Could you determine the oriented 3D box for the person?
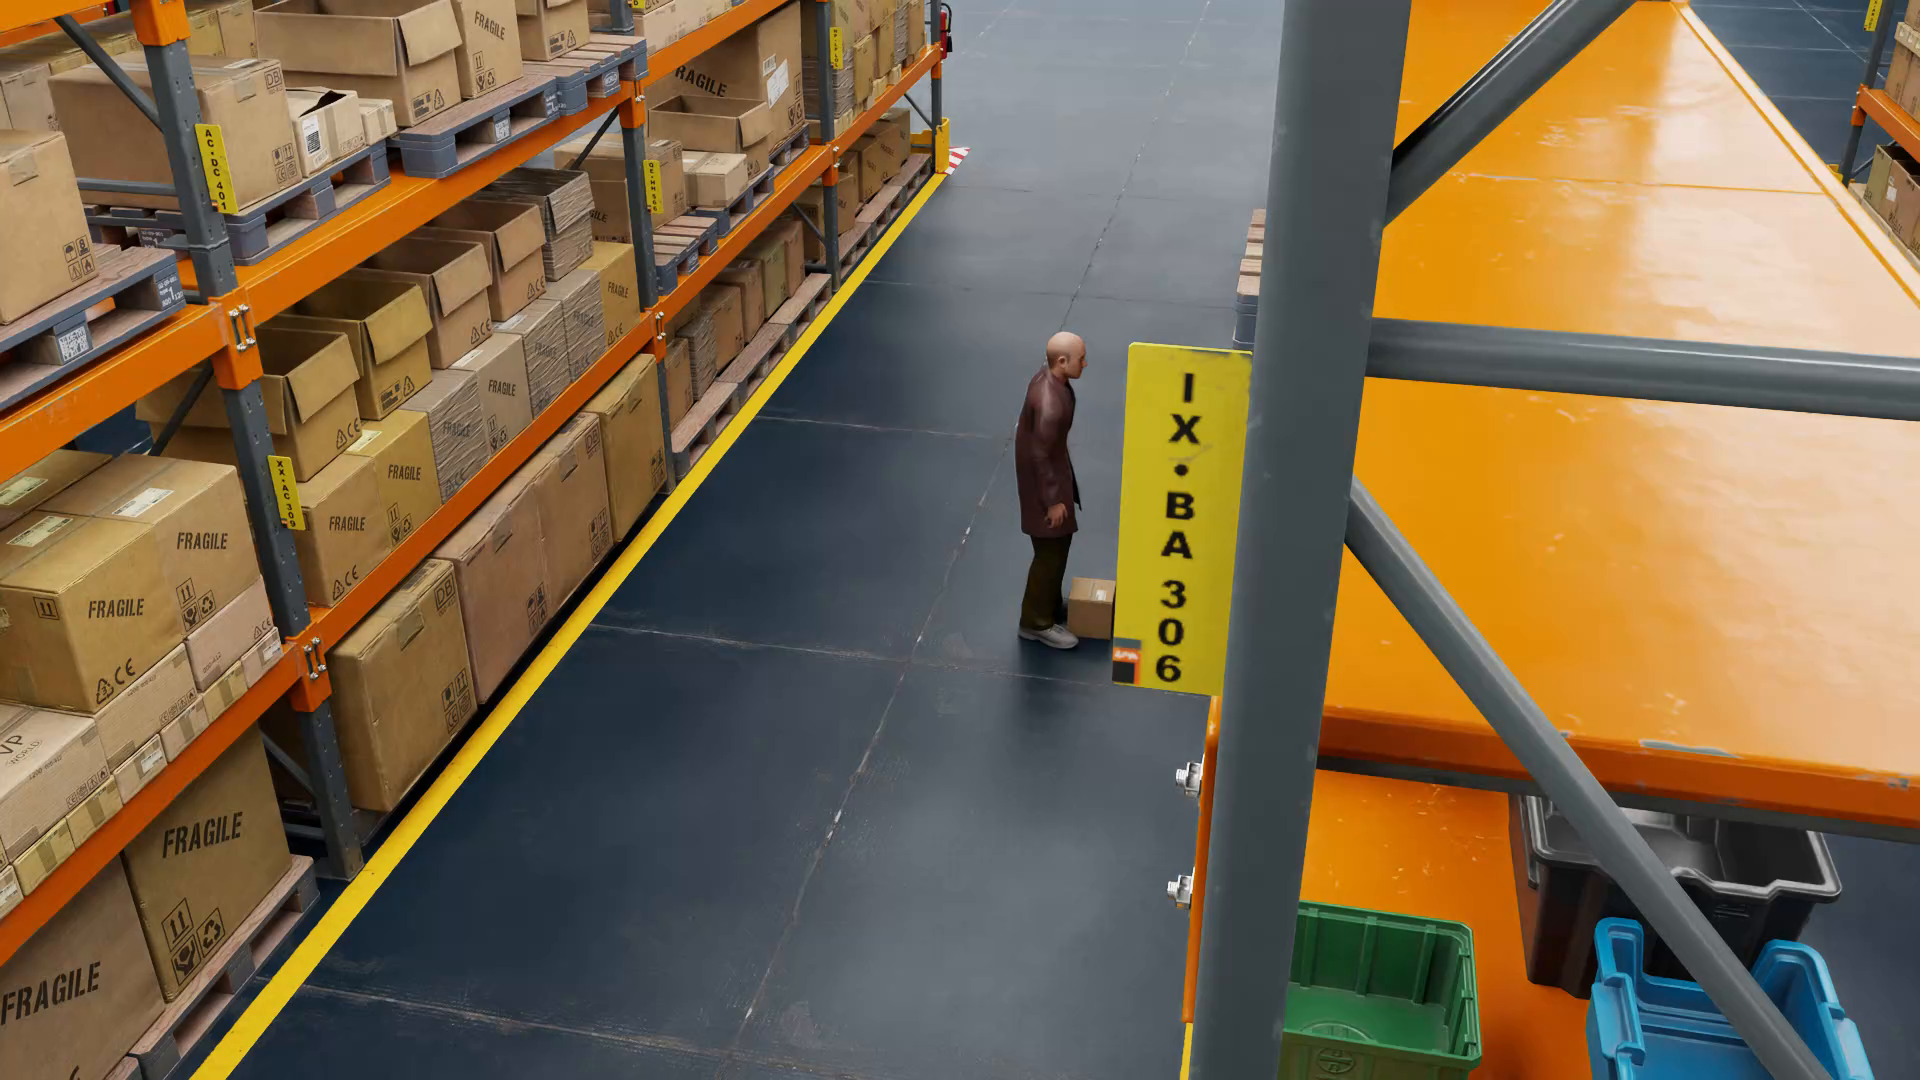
[{"bbox_3d":[0.514,-0.309,9.211,0.422,1.774,0.653,4,29,8],"label":"person"}]
